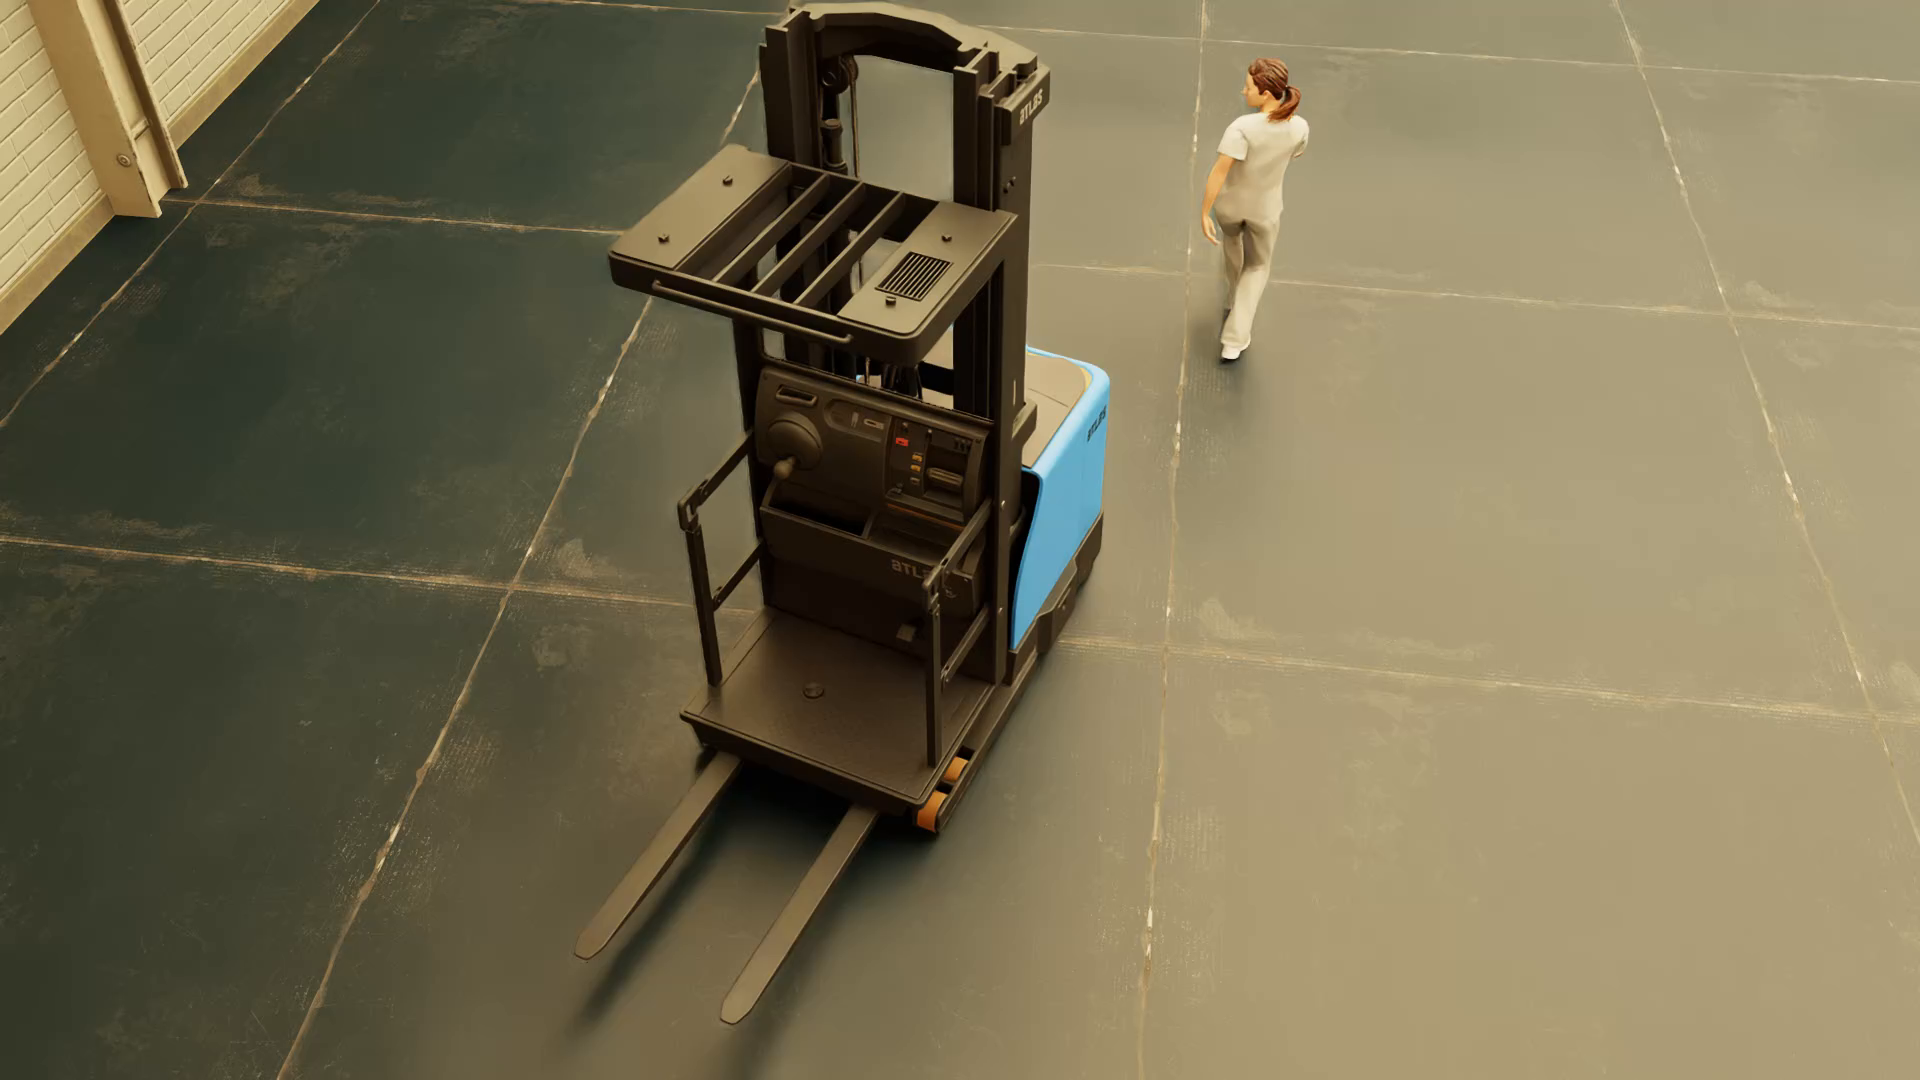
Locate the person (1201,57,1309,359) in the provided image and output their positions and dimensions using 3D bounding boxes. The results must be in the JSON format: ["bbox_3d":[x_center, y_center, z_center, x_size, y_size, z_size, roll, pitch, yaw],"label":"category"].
[{"bbox_3d":[1.513,-1.753,8.634,0.475,1.630,0.875,8,43,9],"label":"person"}]

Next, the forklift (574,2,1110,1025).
[{"bbox_3d":[-0.432,-0.262,6.009,1.130,2.935,3.031,18,45,18],"label":"forklift"}]
